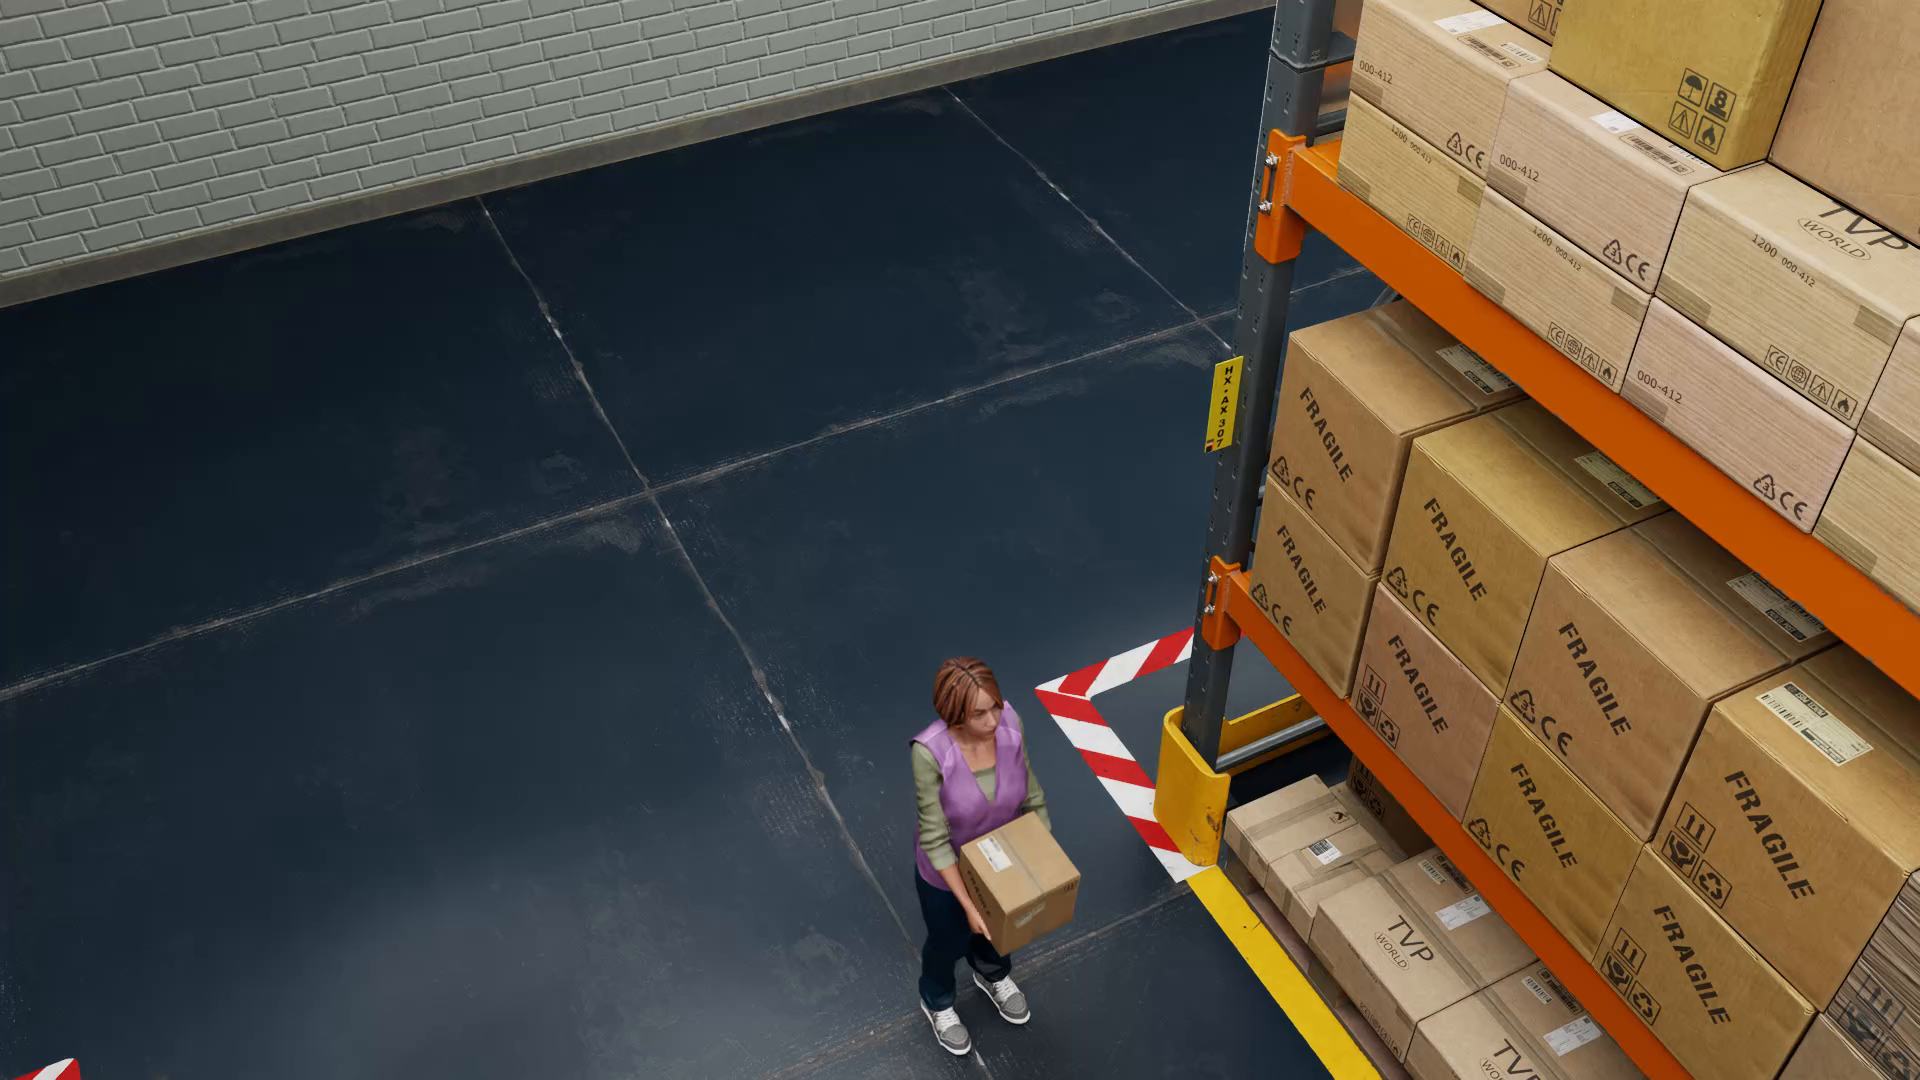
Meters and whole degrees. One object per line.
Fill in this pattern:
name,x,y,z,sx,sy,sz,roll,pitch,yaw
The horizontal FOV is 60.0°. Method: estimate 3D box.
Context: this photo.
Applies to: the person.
person,0.079,1.015,5.032,0.419,1.594,0.492,-22,46,-23
